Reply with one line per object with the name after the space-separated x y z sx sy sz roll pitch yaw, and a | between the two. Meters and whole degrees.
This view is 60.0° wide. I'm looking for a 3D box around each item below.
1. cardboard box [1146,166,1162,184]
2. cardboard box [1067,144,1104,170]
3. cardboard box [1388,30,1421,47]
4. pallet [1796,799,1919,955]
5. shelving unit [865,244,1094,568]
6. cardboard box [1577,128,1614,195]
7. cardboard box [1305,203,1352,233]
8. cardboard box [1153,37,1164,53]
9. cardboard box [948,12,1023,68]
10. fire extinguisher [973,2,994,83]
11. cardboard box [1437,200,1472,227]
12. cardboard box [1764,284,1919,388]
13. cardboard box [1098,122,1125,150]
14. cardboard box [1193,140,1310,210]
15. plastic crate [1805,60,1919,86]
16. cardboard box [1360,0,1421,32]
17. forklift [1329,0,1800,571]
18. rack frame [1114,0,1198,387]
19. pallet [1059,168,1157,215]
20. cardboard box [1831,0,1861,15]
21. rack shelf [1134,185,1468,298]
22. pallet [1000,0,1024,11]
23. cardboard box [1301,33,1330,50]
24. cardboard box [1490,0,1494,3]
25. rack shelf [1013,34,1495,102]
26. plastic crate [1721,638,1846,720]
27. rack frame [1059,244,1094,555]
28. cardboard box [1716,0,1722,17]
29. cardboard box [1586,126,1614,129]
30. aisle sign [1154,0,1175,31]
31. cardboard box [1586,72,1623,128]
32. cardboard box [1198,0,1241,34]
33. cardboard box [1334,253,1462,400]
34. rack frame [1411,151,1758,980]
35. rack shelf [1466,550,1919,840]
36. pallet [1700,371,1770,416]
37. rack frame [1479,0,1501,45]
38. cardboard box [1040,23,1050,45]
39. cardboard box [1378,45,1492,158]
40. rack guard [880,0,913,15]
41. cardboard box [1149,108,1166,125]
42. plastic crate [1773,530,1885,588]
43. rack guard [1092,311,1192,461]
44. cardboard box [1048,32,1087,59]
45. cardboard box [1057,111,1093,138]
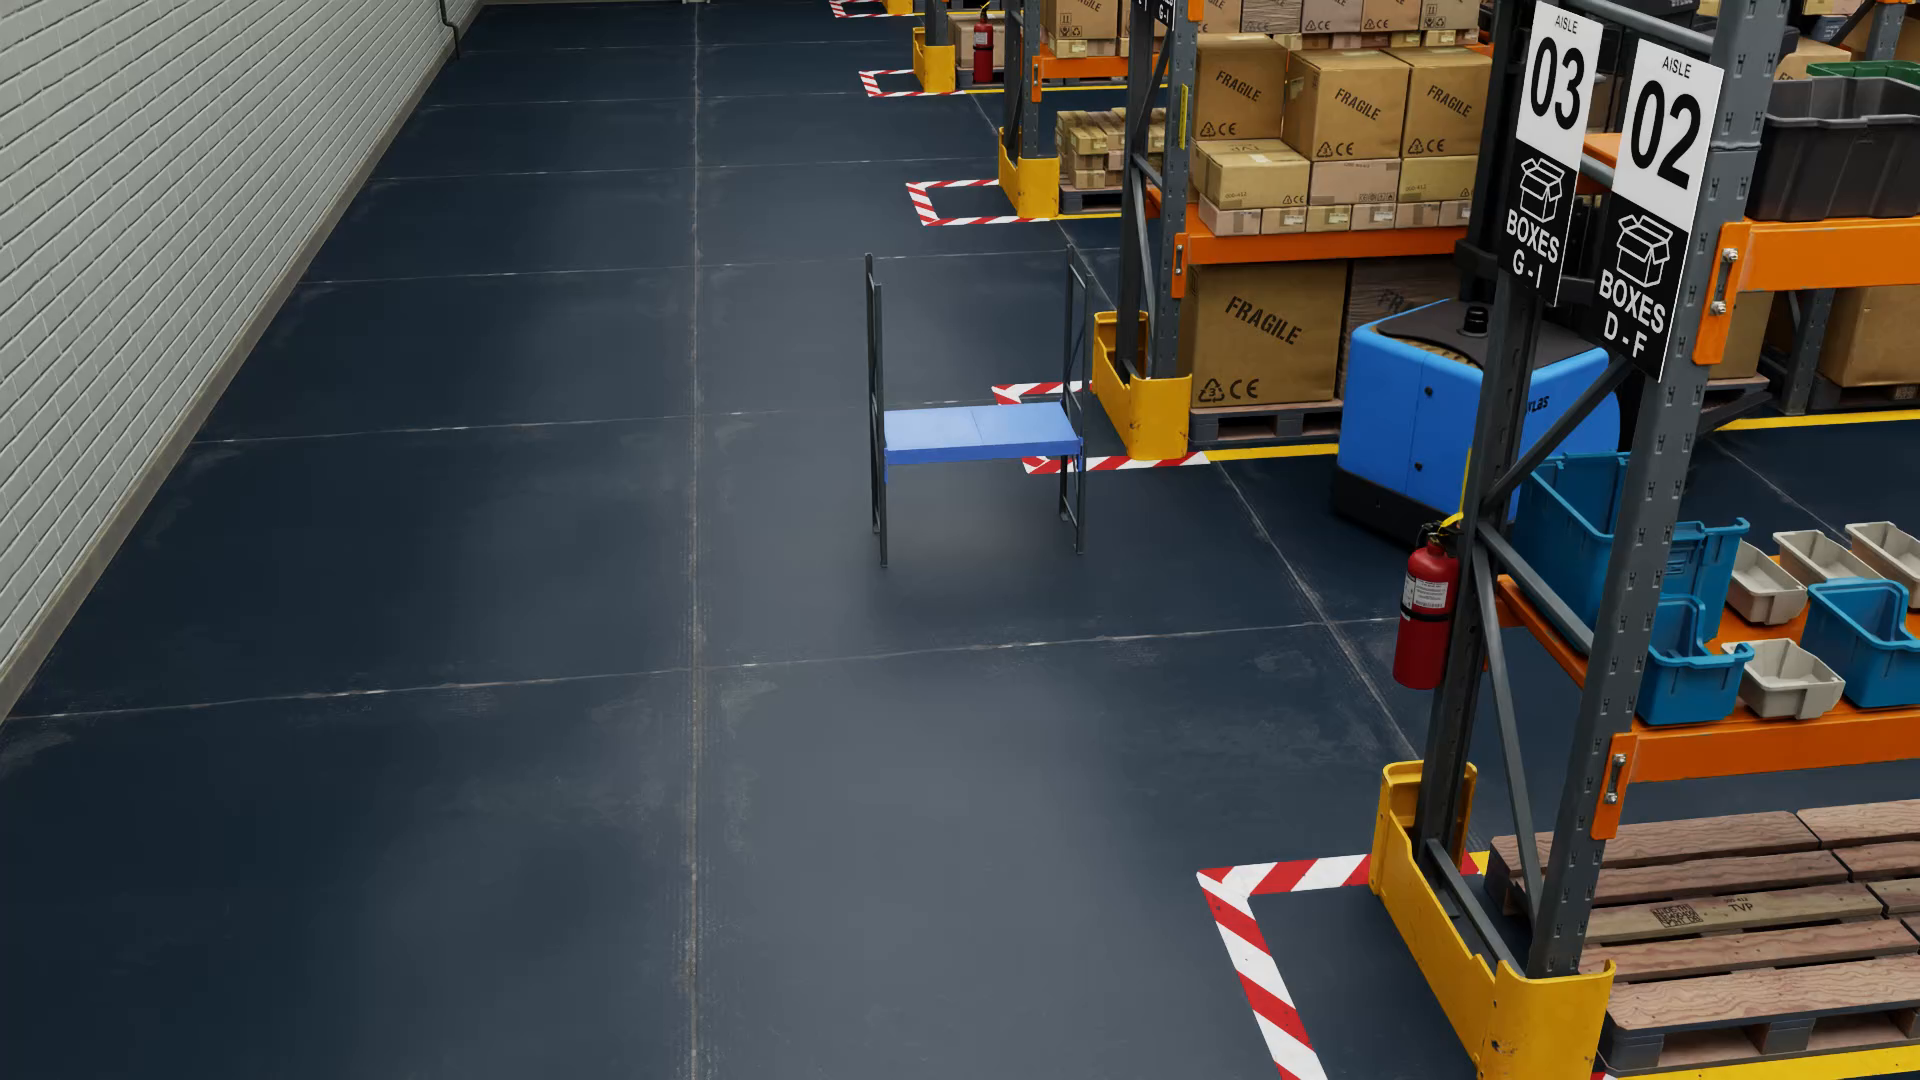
1.572 -3.193 14.351 0.250 0.149 0.380 -3 27 -7 | cardboard box
1.071 -3.282 14.197 0.250 0.149 0.380 -3 27 -5 | cardboard box
3.714 -4.277 14.075 0.250 0.149 0.380 -3 27 -5 | cardboard box
3.825 1.303 5.978 1.213 0.211 1.003 -4 27 -7 | pallet
0.084 -0.673 8.418 1.048 1.500 0.538 -4 27 -7 | shelving unit
3.650 -2.172 9.536 0.500 0.250 0.500 -3 27 -6 | cardboard box
2.012 -1.860 9.365 0.250 0.149 0.380 -4 27 -8 | cardboard box
1.640 -4.181 13.887 0.250 0.149 0.380 -2 27 -5 | cardboard box
0.366 -5.679 18.879 0.875 0.438 0.875 -5 28 -9 | cardboard box
0.202 -4.306 14.350 0.183 0.674 0.296 -4 27 -7 | fire extinguisher
2.778 -1.910 9.461 0.250 0.149 0.380 -4 27 -8 | cardboard box
5.699 -1.611 10.471 0.875 0.875 1.225 -4 27 -7 | cardboard box
1.339 -3.449 14.197 0.250 0.149 0.380 -3 27 -6 | cardboard box
1.620 -2.039 9.277 0.500 0.250 0.500 -4 27 -8 | cardboard box
2.734 -1.258 4.863 0.336 0.188 0.450 -4 27 -7 | plastic crate
3.523 -4.554 13.905 0.500 0.500 0.500 -4 27 -9 | cardboard box
3.469 -1.674 8.802 3.031 2.935 1.130 -19 33 -33 | forklift
1.107 -2.065 9.489 0.127 3.000 1.000 -4 27 -7 | rack frame
1.401 -3.114 14.587 1.213 0.211 1.003 -4 27 -7 | pallet
7.513 -4.627 14.297 0.250 0.149 0.380 -3 27 -6 | cardboard box
3.088 -1.872 9.901 4.000 0.370 1.077 -4 27 -7 | rack shelf
1.101 -7.680 23.487 1.213 0.211 1.003 -4 27 -7 | pallet
2.931 -4.249 14.020 0.250 0.149 0.380 -4 27 -8 | cardboard box
4.843 -4.758 14.553 0.250 0.149 0.380 -4 27 -8 | cardboard box
2.497 -4.121 14.284 4.000 0.370 1.077 -4 27 -7 | rack shelf
2.417 0.415 4.879 0.298 0.136 0.250 -4 27 -7 | plastic crate
0.588 -0.705 8.481 0.032 1.500 0.500 -4 27 -7 | rack frame
6.474 -4.561 14.168 0.250 0.149 0.380 -5 28 -9 | cardboard box
3.561 -2.409 9.997 0.500 0.250 0.500 -3 27 -6 | cardboard box
1.078 -3.082 8.623 0.004 0.787 0.394 -4 27 -7 | aisle sign
3.555 -2.741 9.823 0.500 0.500 0.500 -5 28 -9 | cardboard box
2.013 -4.465 13.732 0.500 0.500 0.500 -3 27 -6 | cardboard box
2.631 -1.442 10.141 0.875 0.875 0.875 -4 27 -7 | cardboard box
1.797 0.174 5.125 0.127 3.000 1.000 -4 27 -7 | rack frame
3.778 0.367 5.538 4.000 0.370 1.077 -4 27 -7 | rack shelf
4.304 -1.066 10.596 1.213 0.211 1.003 -4 27 -7 | pallet
4.477 -4.568 14.367 0.127 3.000 1.000 -4 27 -7 | rack frame
0.800 -4.351 14.218 0.250 0.149 0.380 -4 27 -7 | cardboard box
2.627 -2.440 9.237 0.500 0.500 0.500 -4 27 -9 | cardboard box
-0.894 -7.682 23.173 0.348 0.500 1.175 -4 27 -7 | rack guard
1.766 -3.697 14.681 0.250 0.149 0.380 -5 28 -9 | cardboard box
2.868 0.119 5.456 0.243 0.136 0.396 -4 27 -7 | plastic crate
1.083 -0.952 10.057 0.348 0.500 1.175 -4 27 -7 | rack guard
0.883 -4.075 13.680 0.250 0.149 0.380 -4 27 -8 | cardboard box
1.005 -3.645 14.580 0.250 0.149 0.380 -3 27 -7 | cardboard box
